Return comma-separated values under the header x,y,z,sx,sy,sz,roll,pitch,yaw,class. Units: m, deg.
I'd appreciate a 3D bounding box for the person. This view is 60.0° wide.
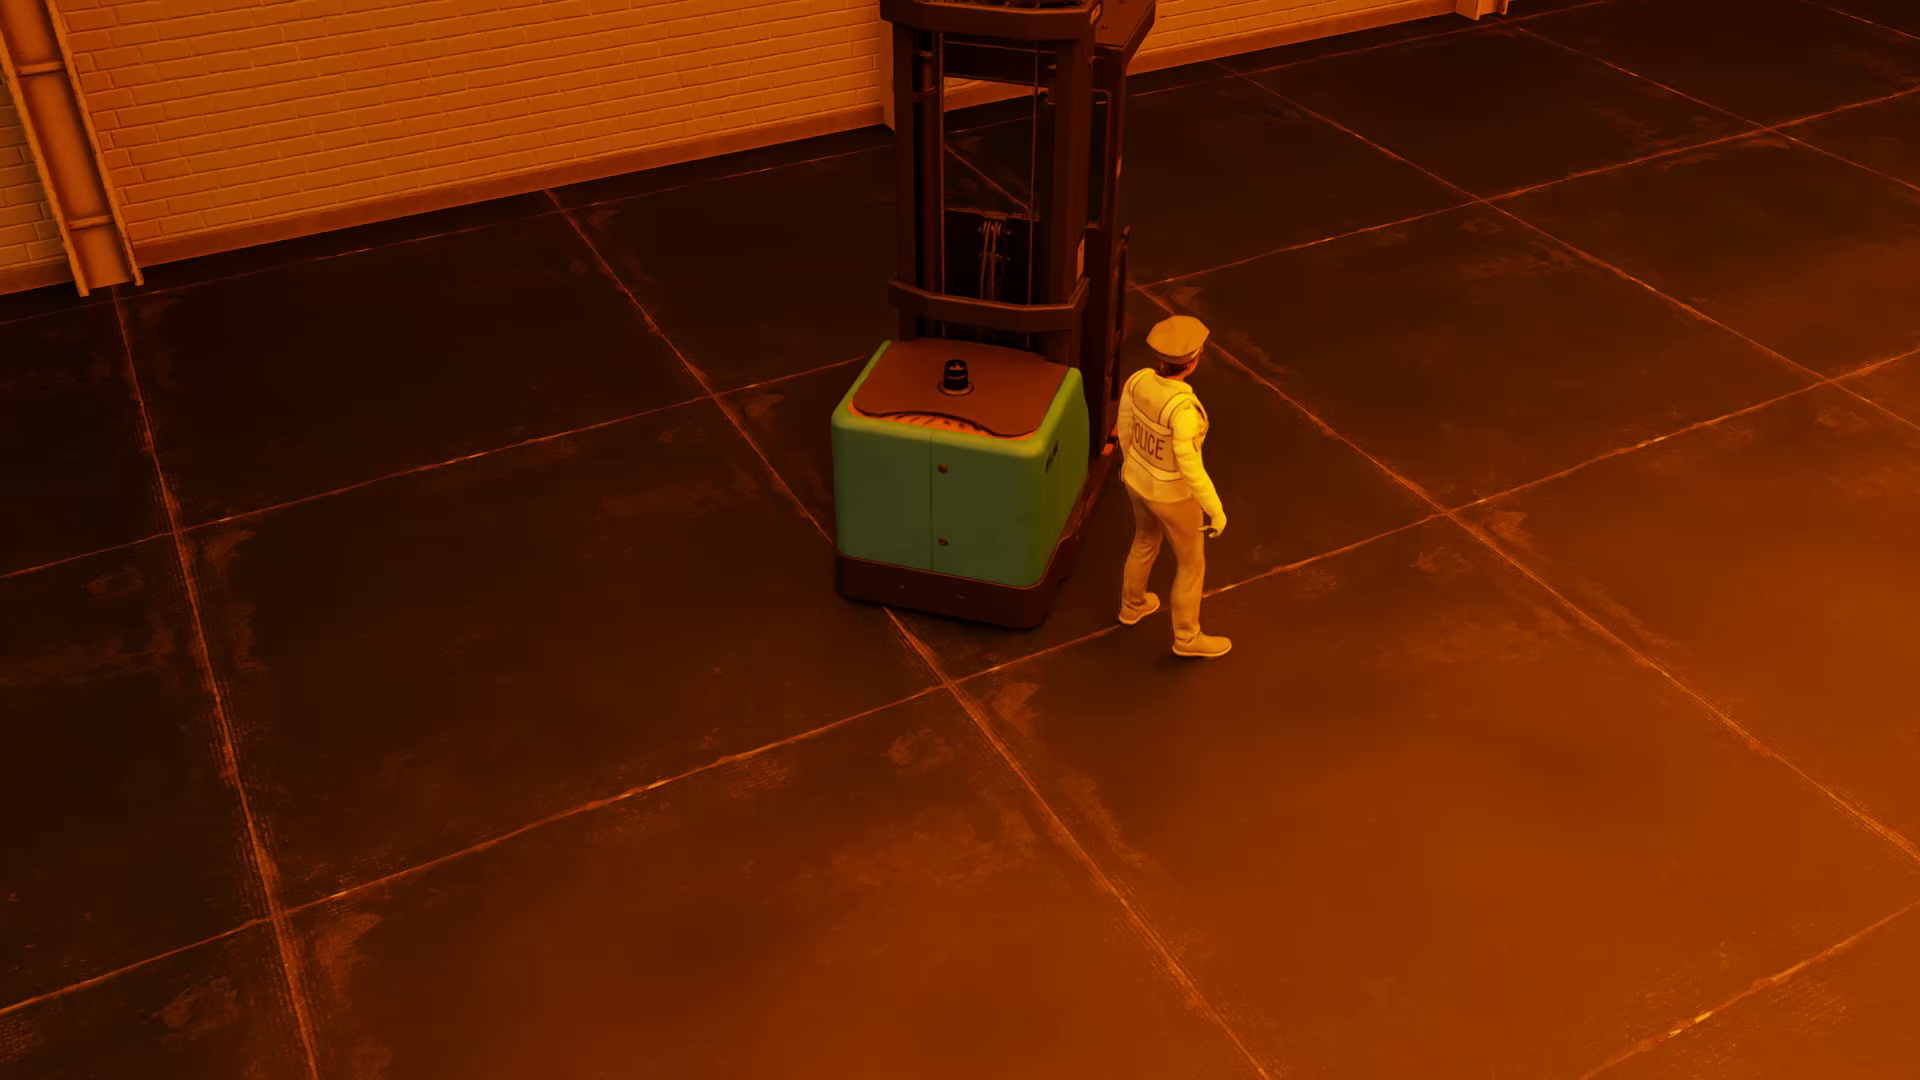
x,y,z,sx,sy,sz,roll,pitch,yaw,class
0.978,-0.238,7.557,0.415,1.688,0.644,-19,40,-25,person

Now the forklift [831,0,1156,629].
x,y,z,sx,sy,sz,roll,pitch,yaw,class
0.305,-1.623,8.419,1.130,2.935,3.031,10,36,14,forklift
